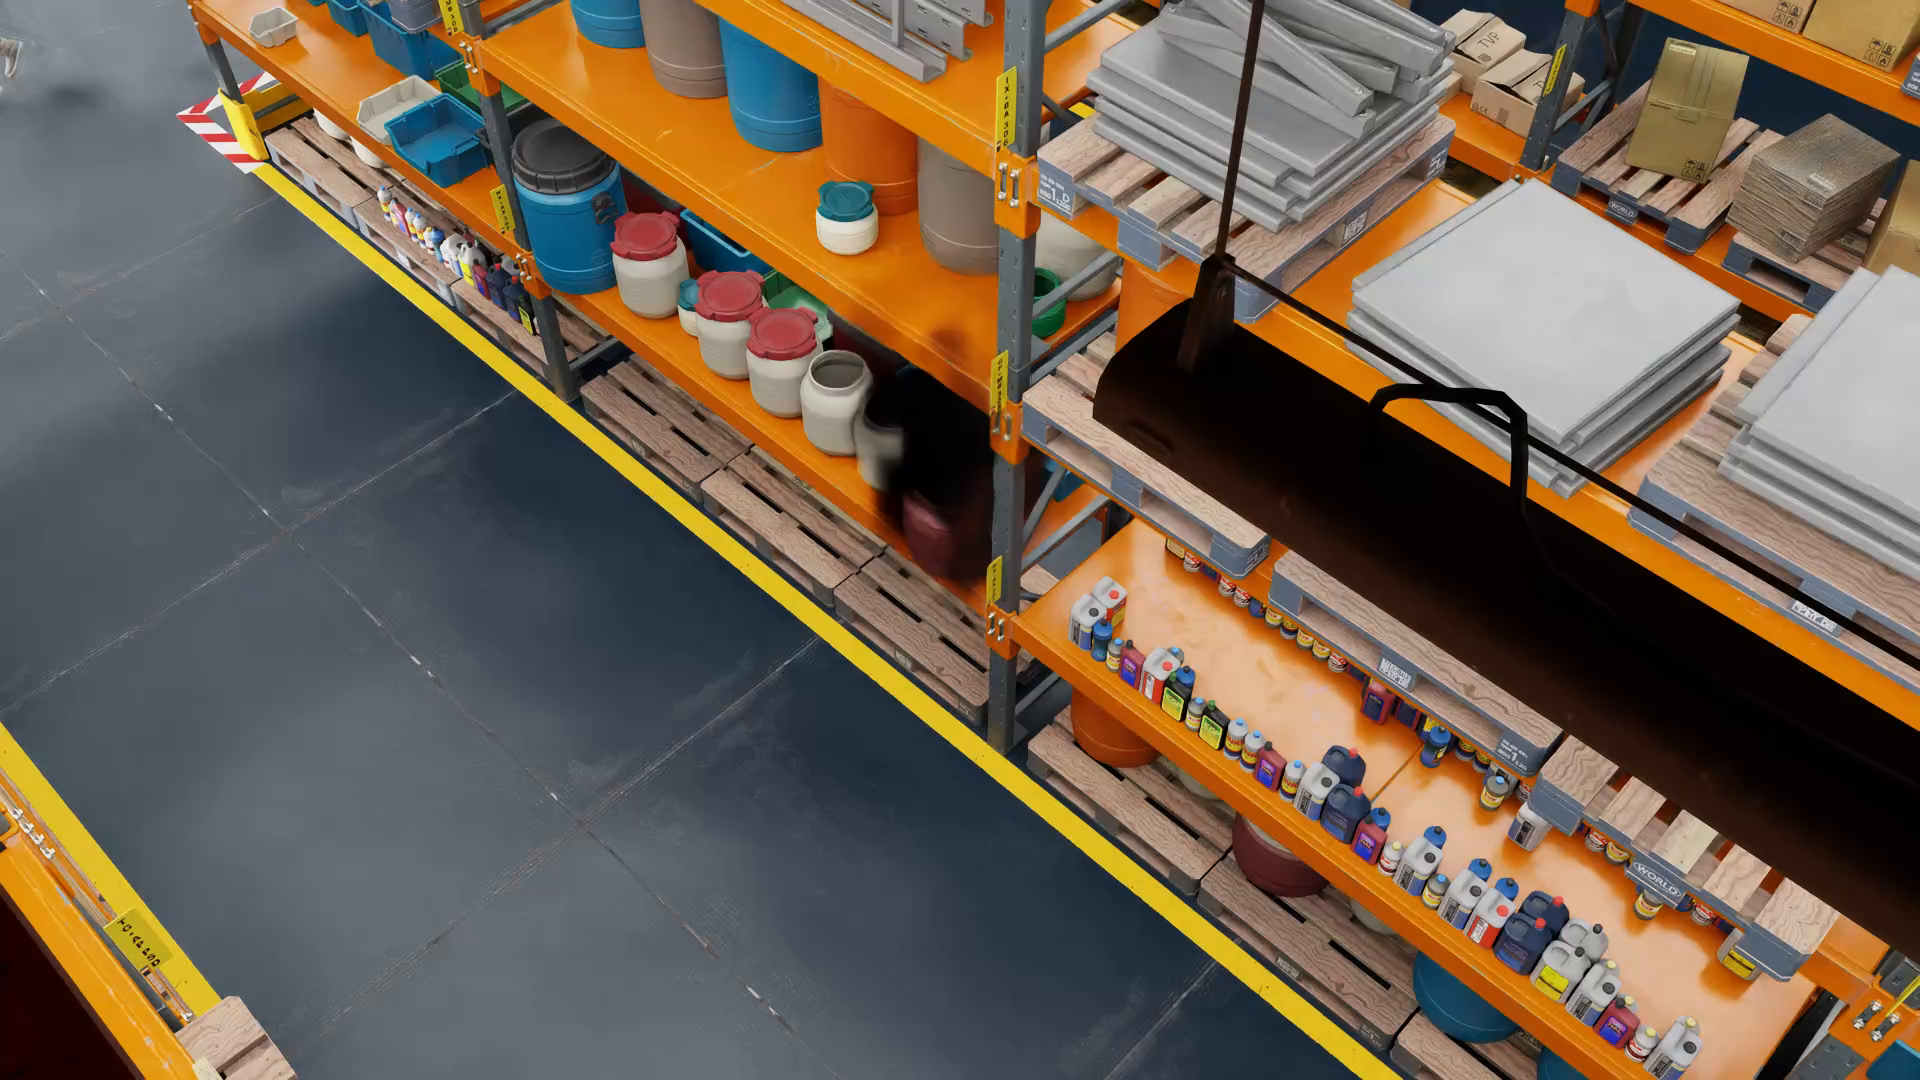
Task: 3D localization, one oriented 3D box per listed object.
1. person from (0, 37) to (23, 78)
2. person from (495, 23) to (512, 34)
[{"bbox_3d":[-7.794,-4.142,12.769,0.745,1.720,0.656,-23,54,-18],"label":"person"},{"bbox_3d":[-3.913,-4.469,13.021,0.903,1.667,0.612,28,55,21],"label":"person"}]
